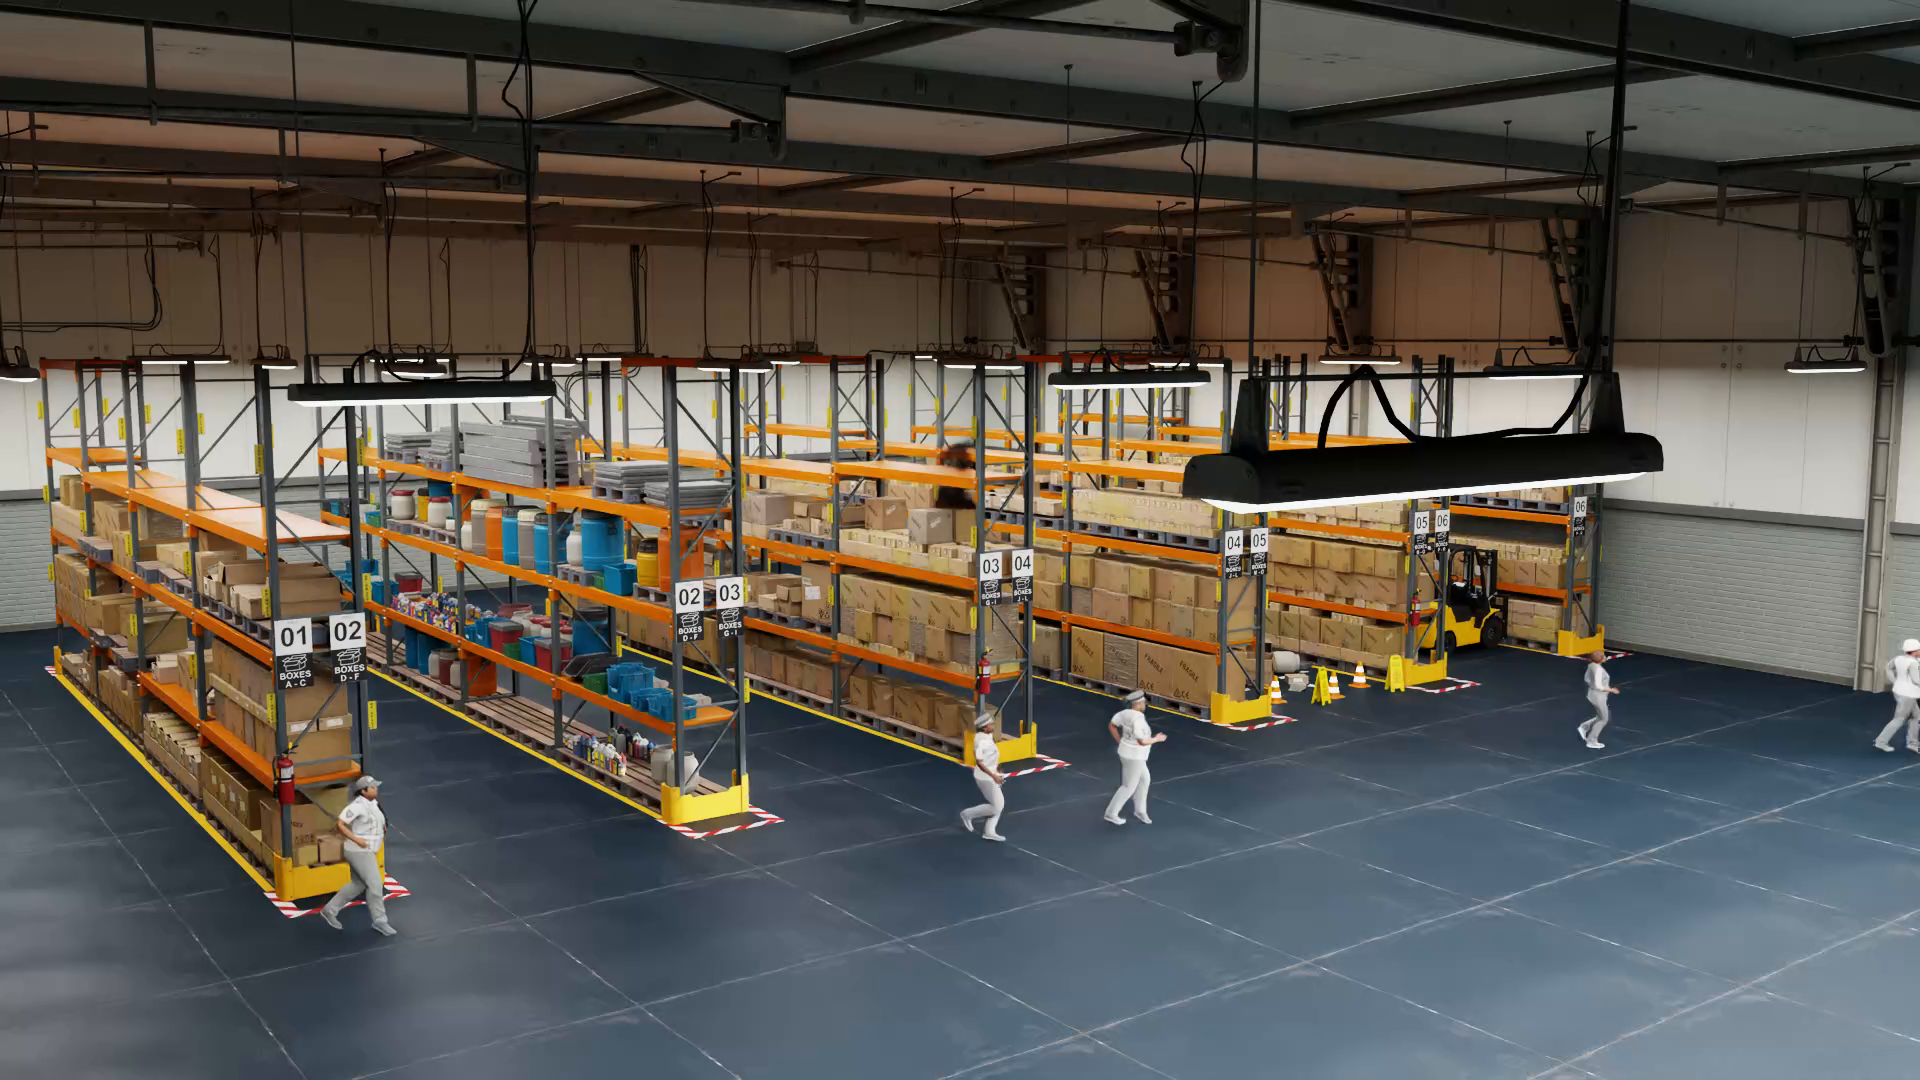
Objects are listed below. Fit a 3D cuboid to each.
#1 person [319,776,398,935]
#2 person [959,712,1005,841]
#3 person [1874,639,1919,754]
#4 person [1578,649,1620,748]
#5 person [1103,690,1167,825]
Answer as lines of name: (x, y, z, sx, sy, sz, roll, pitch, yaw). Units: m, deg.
person: (-6.464, 3.390, 17.955, 0.828, 1.680, 0.625, -1, 7, -5)
person: (0.281, 3.000, 21.067, 0.593, 1.664, 0.583, -1, 7, -4)
person: (14.445, 2.409, 25.385, 0.845, 1.822, 0.605, 1, 7, 12)
person: (9.922, 2.509, 25.828, 0.552, 1.463, 0.530, 1, 7, 8)
person: (2.266, 2.877, 21.682, 0.849, 1.843, 0.609, -1, 7, -10)
